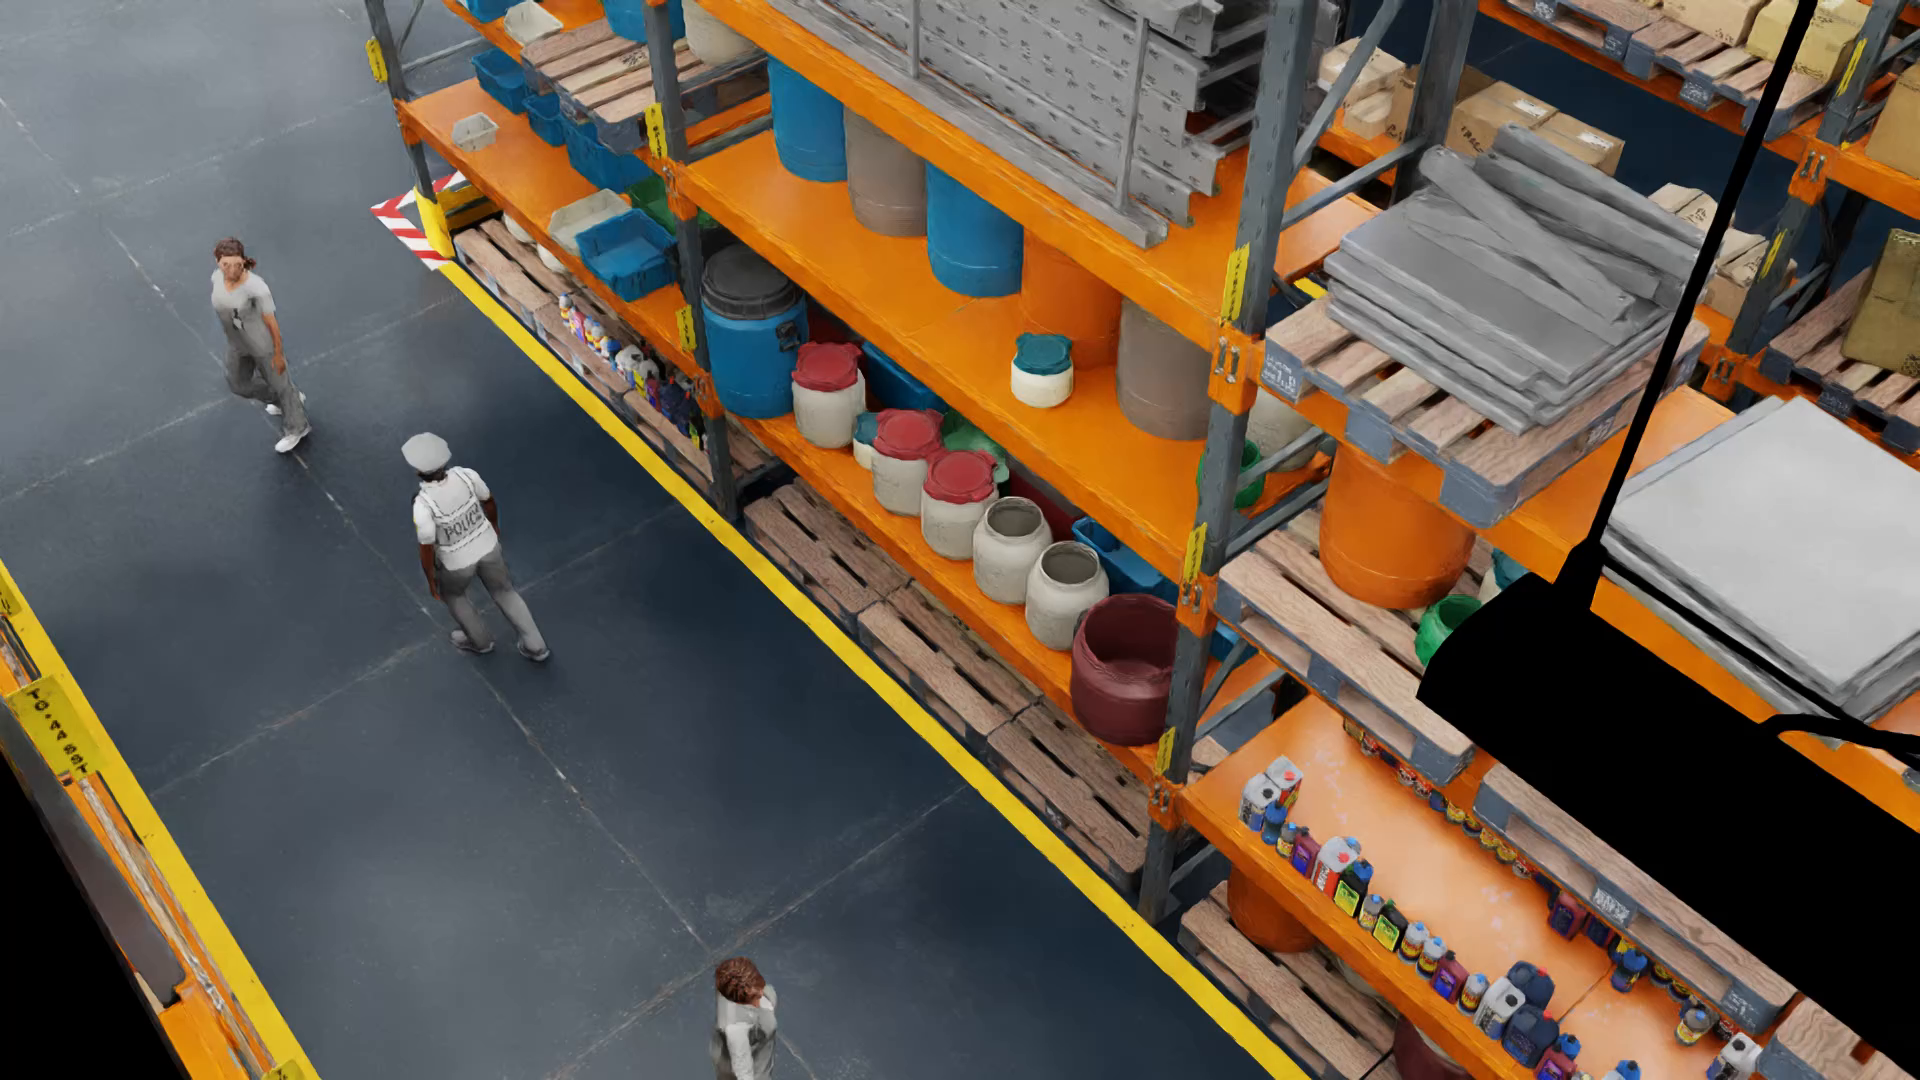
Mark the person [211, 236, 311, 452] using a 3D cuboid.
[{"bbox_3d":[-4.685,-1.325,11.088,0.503,1.670,0.432,16,49,15],"label":"person"}]

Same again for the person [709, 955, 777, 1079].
[{"bbox_3d":[-0.944,2.370,7.647,0.522,1.548,0.523,-8,47,-8],"label":"person"}]

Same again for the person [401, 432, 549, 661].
[{"bbox_3d":[-2.841,0.120,9.741,0.662,1.644,0.587,32,54,27],"label":"person"}]
